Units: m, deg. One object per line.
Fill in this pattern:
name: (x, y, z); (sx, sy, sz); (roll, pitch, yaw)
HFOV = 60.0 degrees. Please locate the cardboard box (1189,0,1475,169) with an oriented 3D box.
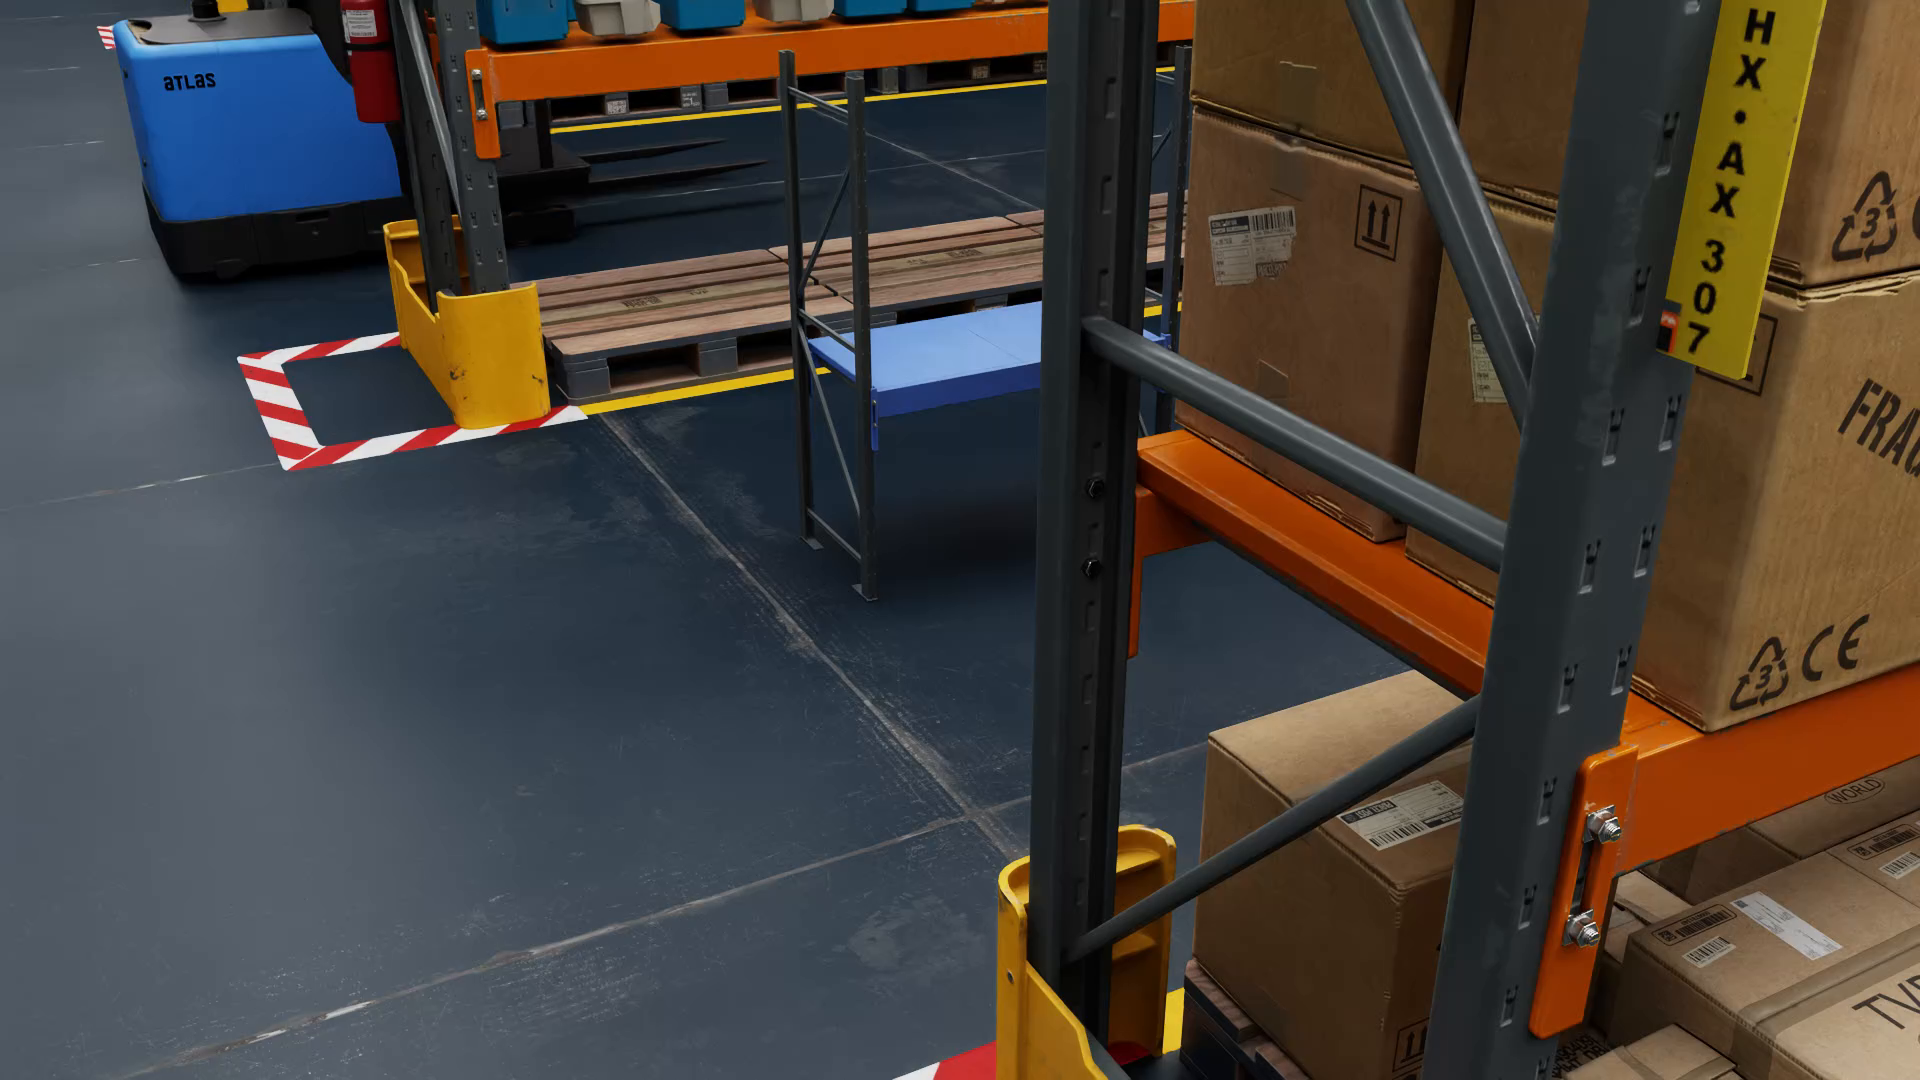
cardboard box: (0.666, -0.813, 2.206); (0.500, 0.500, 0.500); (-13, 29, -26)

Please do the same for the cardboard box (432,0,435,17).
cardboard box: (-3.728, -3.298, 10.622); (0.875, 0.875, 0.875); (-13, 29, -25)

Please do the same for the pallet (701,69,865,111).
pallet: (-1.434, -3.338, 11.958); (1.213, 0.211, 1.003); (-13, 29, -25)

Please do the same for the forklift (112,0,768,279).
forklift: (-2.523, -2.976, 8.063); (3.031, 2.935, 1.130); (-14, 29, -26)

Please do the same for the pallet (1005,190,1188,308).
pallet: (0.974, -1.407, 7.936); (1.213, 0.211, 1.003); (-13, 29, -25)

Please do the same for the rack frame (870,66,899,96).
rack frame: (-0.726, -4.720, 11.615); (0.127, 3.000, 1.000); (-13, 29, -25)

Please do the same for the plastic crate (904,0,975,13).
plastic crate: (-0.125, -2.219, 6.531); (0.300, 0.233, 0.416); (-13, 29, -25)

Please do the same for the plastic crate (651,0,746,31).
plastic crate: (-0.971, -2.024, 6.124); (0.300, 0.233, 0.416); (-13, 29, -25)

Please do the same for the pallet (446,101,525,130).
pallet: (-3.587, -2.841, 10.923); (1.213, 0.211, 1.003); (-13, 29, -25)

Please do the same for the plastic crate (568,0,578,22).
plastic crate: (-1.717, -2.196, 6.249); (0.499, 0.435, 0.616); (-13, 29, -25)

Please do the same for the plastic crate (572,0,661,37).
plastic crate: (-1.230, -1.880, 5.936); (0.298, 0.136, 0.250); (-13, 29, -25)

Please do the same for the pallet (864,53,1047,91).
pallet: (-0.080, -3.649, 12.606); (1.213, 0.211, 1.003); (-13, 29, -25)

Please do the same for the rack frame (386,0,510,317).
rack frame: (-1.925, -2.014, 5.979); (0.127, 3.000, 1.000); (-13, 29, -25)

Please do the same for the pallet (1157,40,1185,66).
pallet: (0.997, -3.899, 13.127); (1.213, 0.211, 1.003); (-13, 29, -25)

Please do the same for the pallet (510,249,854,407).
pallet: (-1.179, -0.910, 6.901); (1.213, 0.211, 1.003); (-13, 29, -25)

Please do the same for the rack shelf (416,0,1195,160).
rack shelf: (-0.160, -2.097, 6.983); (4.000, 0.370, 1.077); (-13, 29, -25)

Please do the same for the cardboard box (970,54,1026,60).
cardboard box: (-0.171, -4.089, 12.272); (0.875, 0.875, 1.225); (-13, 29, -25)

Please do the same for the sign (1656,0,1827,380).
sign: (0.658, -0.304, 1.418); (0.005, 0.325, 0.100); (-13, 29, -25)

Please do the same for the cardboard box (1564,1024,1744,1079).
cardboard box: (1.155, 0.953, 2.565); (0.250, 0.166, 0.380); (-13, 29, -25)

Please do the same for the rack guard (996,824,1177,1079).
rack guard: (0.470, 0.990, 2.610); (0.348, 0.500, 1.175); (-13, 29, -25)

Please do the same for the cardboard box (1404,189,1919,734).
cardboard box: (0.919, -0.156, 1.994); (0.500, 0.500, 0.500); (-12, 28, -24)

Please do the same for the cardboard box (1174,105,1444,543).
cardboard box: (0.670, -0.362, 2.422); (0.500, 0.500, 0.500); (-12, 28, -24)

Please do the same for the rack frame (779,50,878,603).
rack frame: (-0.373, -0.590, 4.746); (0.032, 1.500, 0.500); (-13, 29, -25)

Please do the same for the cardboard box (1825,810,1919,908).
cardboard box: (1.899, 0.714, 2.966); (0.500, 0.250, 0.500); (-13, 29, -25)

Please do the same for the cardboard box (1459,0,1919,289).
cardboard box: (0.919, -0.607, 1.777); (0.500, 0.500, 0.500); (-12, 28, -24)

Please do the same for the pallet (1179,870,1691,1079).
pallet: (1.173, 0.958, 3.012); (1.213, 0.211, 1.003); (-13, 29, -25)

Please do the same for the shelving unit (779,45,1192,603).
shelving unit: (0.075, -0.693, 4.962); (1.048, 1.500, 0.538); (-13, 29, -25)

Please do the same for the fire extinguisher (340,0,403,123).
fire extinguisher: (-2.272, -1.954, 6.374); (0.183, 0.674, 0.296); (-13, 29, -25)

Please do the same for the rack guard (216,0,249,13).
rack guard: (-6.433, -4.709, 14.480); (0.348, 0.500, 1.175); (-13, 29, -25)

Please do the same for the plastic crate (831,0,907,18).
plastic crate: (-0.390, -2.158, 6.403); (0.300, 0.233, 0.416); (-13, 29, -25)

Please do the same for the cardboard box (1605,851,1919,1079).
cardboard box: (1.457, 0.816, 2.754); (0.500, 0.250, 0.500); (-13, 29, -25)

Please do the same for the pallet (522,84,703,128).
pallet: (-2.511, -3.088, 11.437); (1.213, 0.211, 1.003); (-13, 29, -25)

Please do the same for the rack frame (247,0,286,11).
rack frame: (-4.255, -3.905, 9.918); (0.127, 3.000, 1.000); (-13, 29, -25)

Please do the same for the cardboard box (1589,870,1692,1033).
cardboard box: (1.166, 0.705, 3.082); (0.250, 0.166, 0.380); (-13, 29, -25)

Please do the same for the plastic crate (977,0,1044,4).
plastic crate: (0.210, -2.267, 6.742); (0.466, 0.136, 0.293); (-13, 29, -25)

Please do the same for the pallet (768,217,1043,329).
pallet: (-0.104, -1.157, 7.415); (1.213, 0.211, 1.003); (-13, 29, -25)

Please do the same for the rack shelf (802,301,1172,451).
rack shelf: (0.075, -0.531, 5.039); (1.000, 0.185, 0.538); (-13, 29, -25)

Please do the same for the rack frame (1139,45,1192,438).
rack frame: (0.524, -0.797, 5.177); (0.032, 1.500, 0.500); (-13, 29, -25)

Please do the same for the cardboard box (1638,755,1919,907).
cardboard box: (1.619, 0.533, 3.343); (0.500, 0.250, 0.500); (-13, 29, -25)

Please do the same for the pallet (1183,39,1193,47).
pallet: (2.073, -4.146, 13.641); (1.213, 0.211, 1.003); (-13, 29, -25)

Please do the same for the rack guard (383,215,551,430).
rack guard: (-1.940, -0.877, 6.499); (0.348, 0.500, 1.175); (-13, 29, -25)

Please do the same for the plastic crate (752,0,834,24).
plastic crate: (-0.631, -2.018, 6.224); (0.298, 0.136, 0.250); (-13, 29, -25)

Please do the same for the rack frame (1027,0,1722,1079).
rack frame: (0.404, -0.120, 2.034); (0.053, 2.616, 0.949); (-13, 29, -25)

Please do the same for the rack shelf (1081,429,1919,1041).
rack shelf: (2.168, -0.204, 3.041); (4.000, 0.370, 1.077); (-13, 29, -25)

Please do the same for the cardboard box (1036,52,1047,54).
cardboard box: (0.618, -4.272, 12.651); (0.875, 0.875, 1.225); (-14, 29, -27)

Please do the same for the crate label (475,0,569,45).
crate label: (-1.552, -1.890, 5.845); (0.303, 0.233, 0.416); (-13, 29, -25)

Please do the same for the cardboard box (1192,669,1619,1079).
cardboard box: (0.767, 0.602, 2.909); (0.500, 0.500, 0.500); (-13, 29, -25)
